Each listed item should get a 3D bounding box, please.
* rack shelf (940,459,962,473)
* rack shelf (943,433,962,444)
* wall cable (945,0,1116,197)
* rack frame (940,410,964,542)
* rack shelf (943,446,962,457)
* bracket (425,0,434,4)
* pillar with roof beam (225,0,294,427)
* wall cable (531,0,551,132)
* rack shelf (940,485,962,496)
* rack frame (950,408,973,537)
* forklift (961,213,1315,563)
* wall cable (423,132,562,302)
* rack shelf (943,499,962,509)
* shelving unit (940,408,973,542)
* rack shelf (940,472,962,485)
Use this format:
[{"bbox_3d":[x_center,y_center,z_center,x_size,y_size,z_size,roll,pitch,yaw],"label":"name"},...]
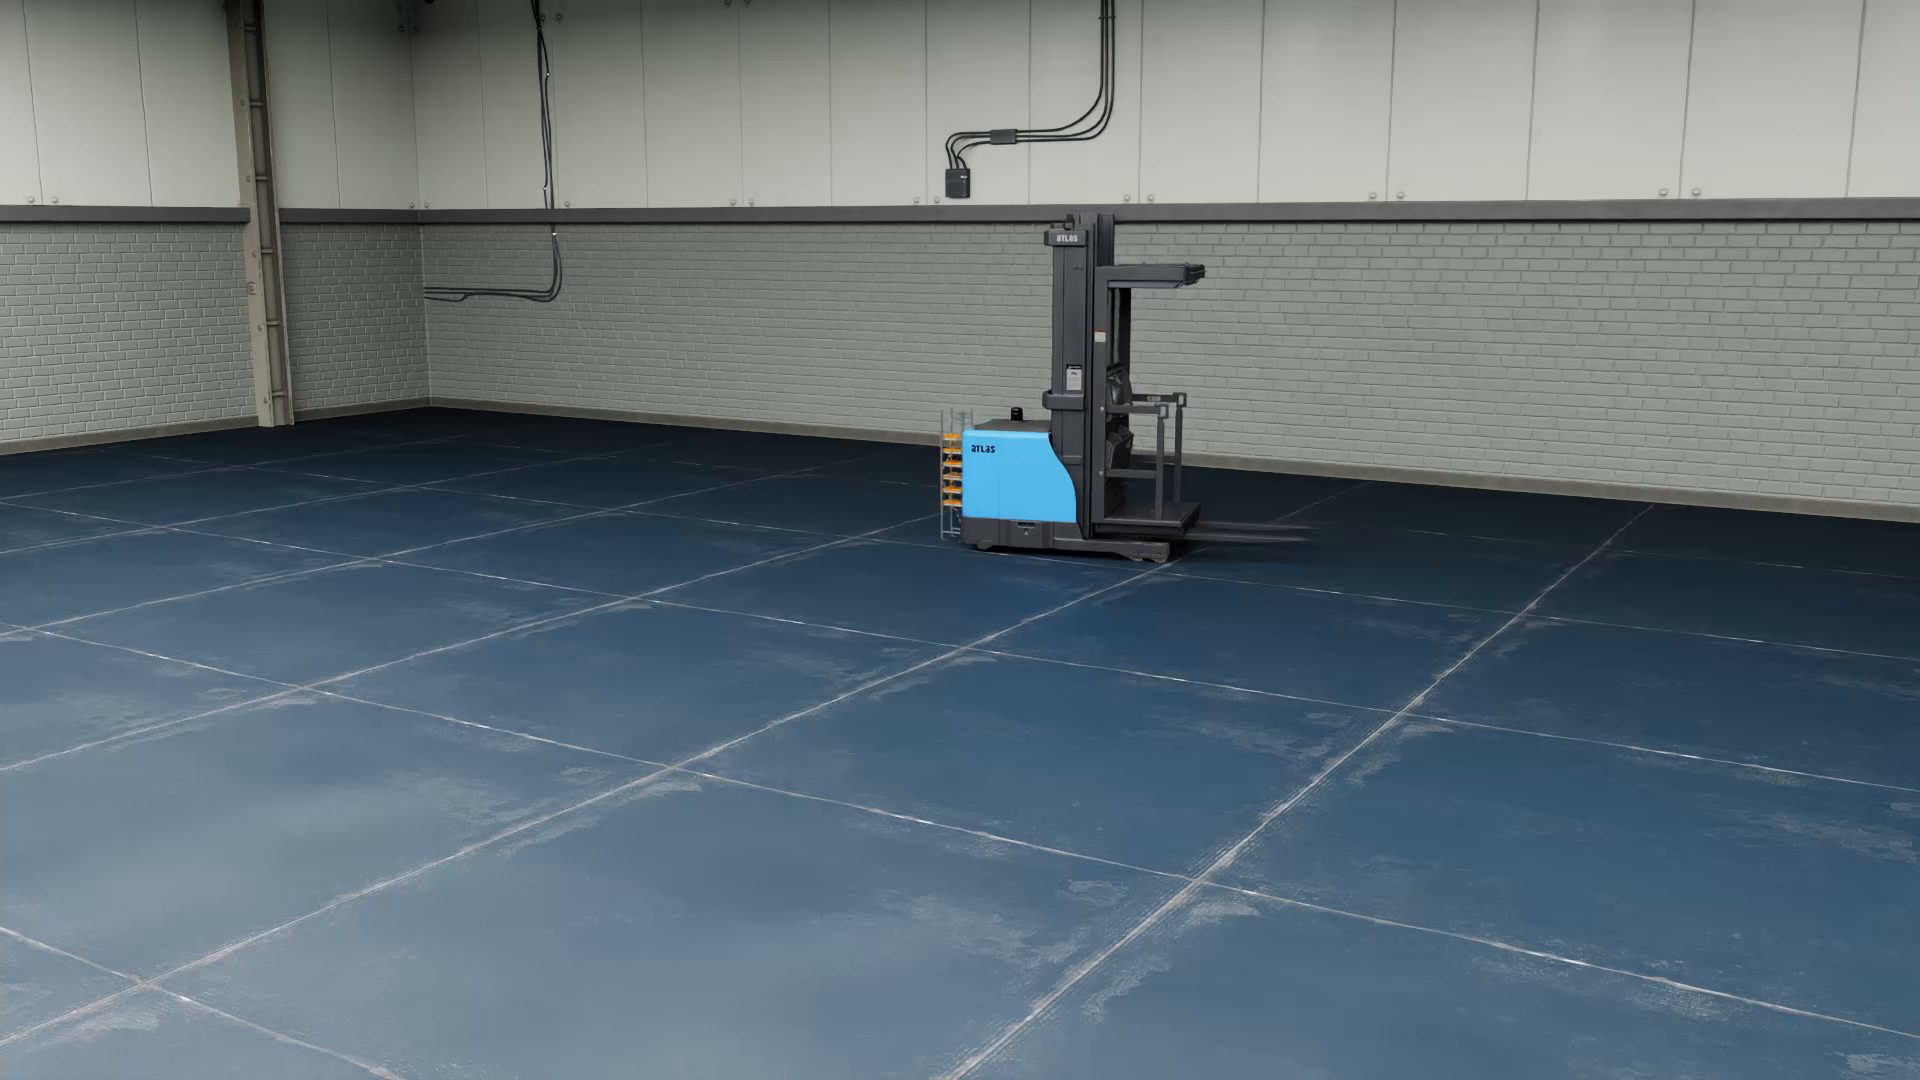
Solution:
[{"bbox_3d":[-0.027,-0.667,15.141,0.258,0.103,0.180,6,12,27],"label":"rack shelf"},{"bbox_3d":[-0.028,-0.903,15.097,0.258,0.103,0.180,6,12,27],"label":"rack shelf"},{"bbox_3d":[0.818,-7.196,19.991,2.305,6.003,0.169,6,12,31],"label":"wall cable"},{"bbox_3d":[-0.070,-0.578,15.076,0.240,1.200,0.006,6,12,27],"label":"rack frame"},{"bbox_3d":[-0.027,-0.785,15.119,0.258,0.103,0.180,6,12,27],"label":"rack shelf"},{"bbox_3d":[-8.198,-8.270,25.189,0.235,0.232,0.430,6,12,31],"label":"bracket"},{"bbox_3d":[-6.268,-5.685,21.164,9.100,9.000,0.400,6,12,31],"label":"pillar with roof beam"},{"bbox_3d":[-4.975,-7.131,23.602,3.097,2.526,0.112,6,12,31],"label":"wall cable"},{"bbox_3d":[-0.027,-0.431,15.186,0.258,0.103,0.180,6,12,27],"label":"rack shelf"},{"bbox_3d":[0.016,-0.608,15.235,0.240,1.200,0.006,6,12,27],"label":"rack frame"},{"bbox_3d":[1.580,-1.355,14.524,3.031,2.935,1.130,3,11,16],"label":"forklift"},{"bbox_3d":[-7.287,-4.907,25.447,3.097,2.526,0.112,6,12,31],"label":"wall cable"},{"bbox_3d":[-0.026,-0.314,15.208,0.258,0.103,0.180,6,12,27],"label":"rack shelf"},{"bbox_3d":[-0.027,-0.593,15.155,0.258,1.200,0.189,6,12,27],"label":"shelving unit"},{"bbox_3d":[-0.027,-0.549,15.164,0.258,0.103,0.180,6,12,27],"label":"rack shelf"}]
